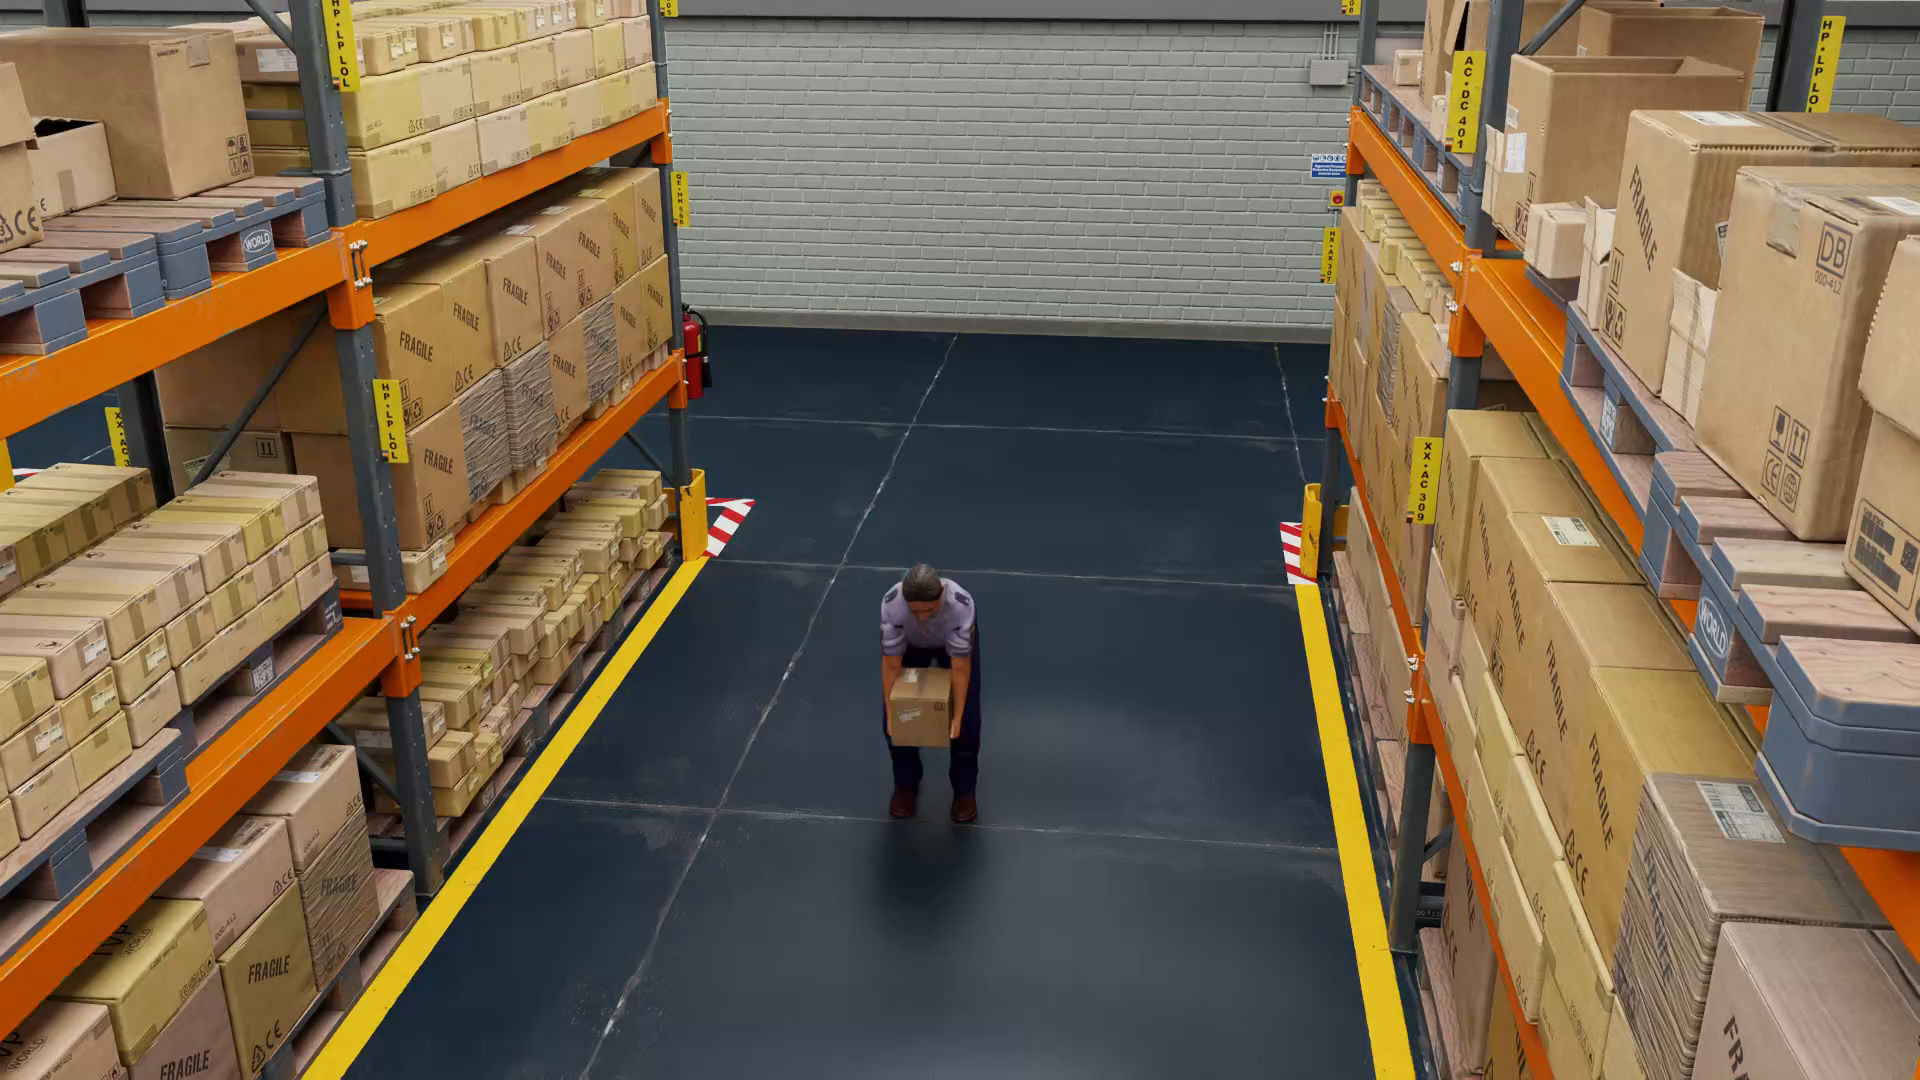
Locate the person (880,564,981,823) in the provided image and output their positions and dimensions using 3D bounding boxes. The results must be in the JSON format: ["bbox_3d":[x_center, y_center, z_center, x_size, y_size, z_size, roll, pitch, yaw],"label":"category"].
[{"bbox_3d":[-0.138,0.648,7.321,0.449,1.381,0.783,2,21,5],"label":"person"}]
